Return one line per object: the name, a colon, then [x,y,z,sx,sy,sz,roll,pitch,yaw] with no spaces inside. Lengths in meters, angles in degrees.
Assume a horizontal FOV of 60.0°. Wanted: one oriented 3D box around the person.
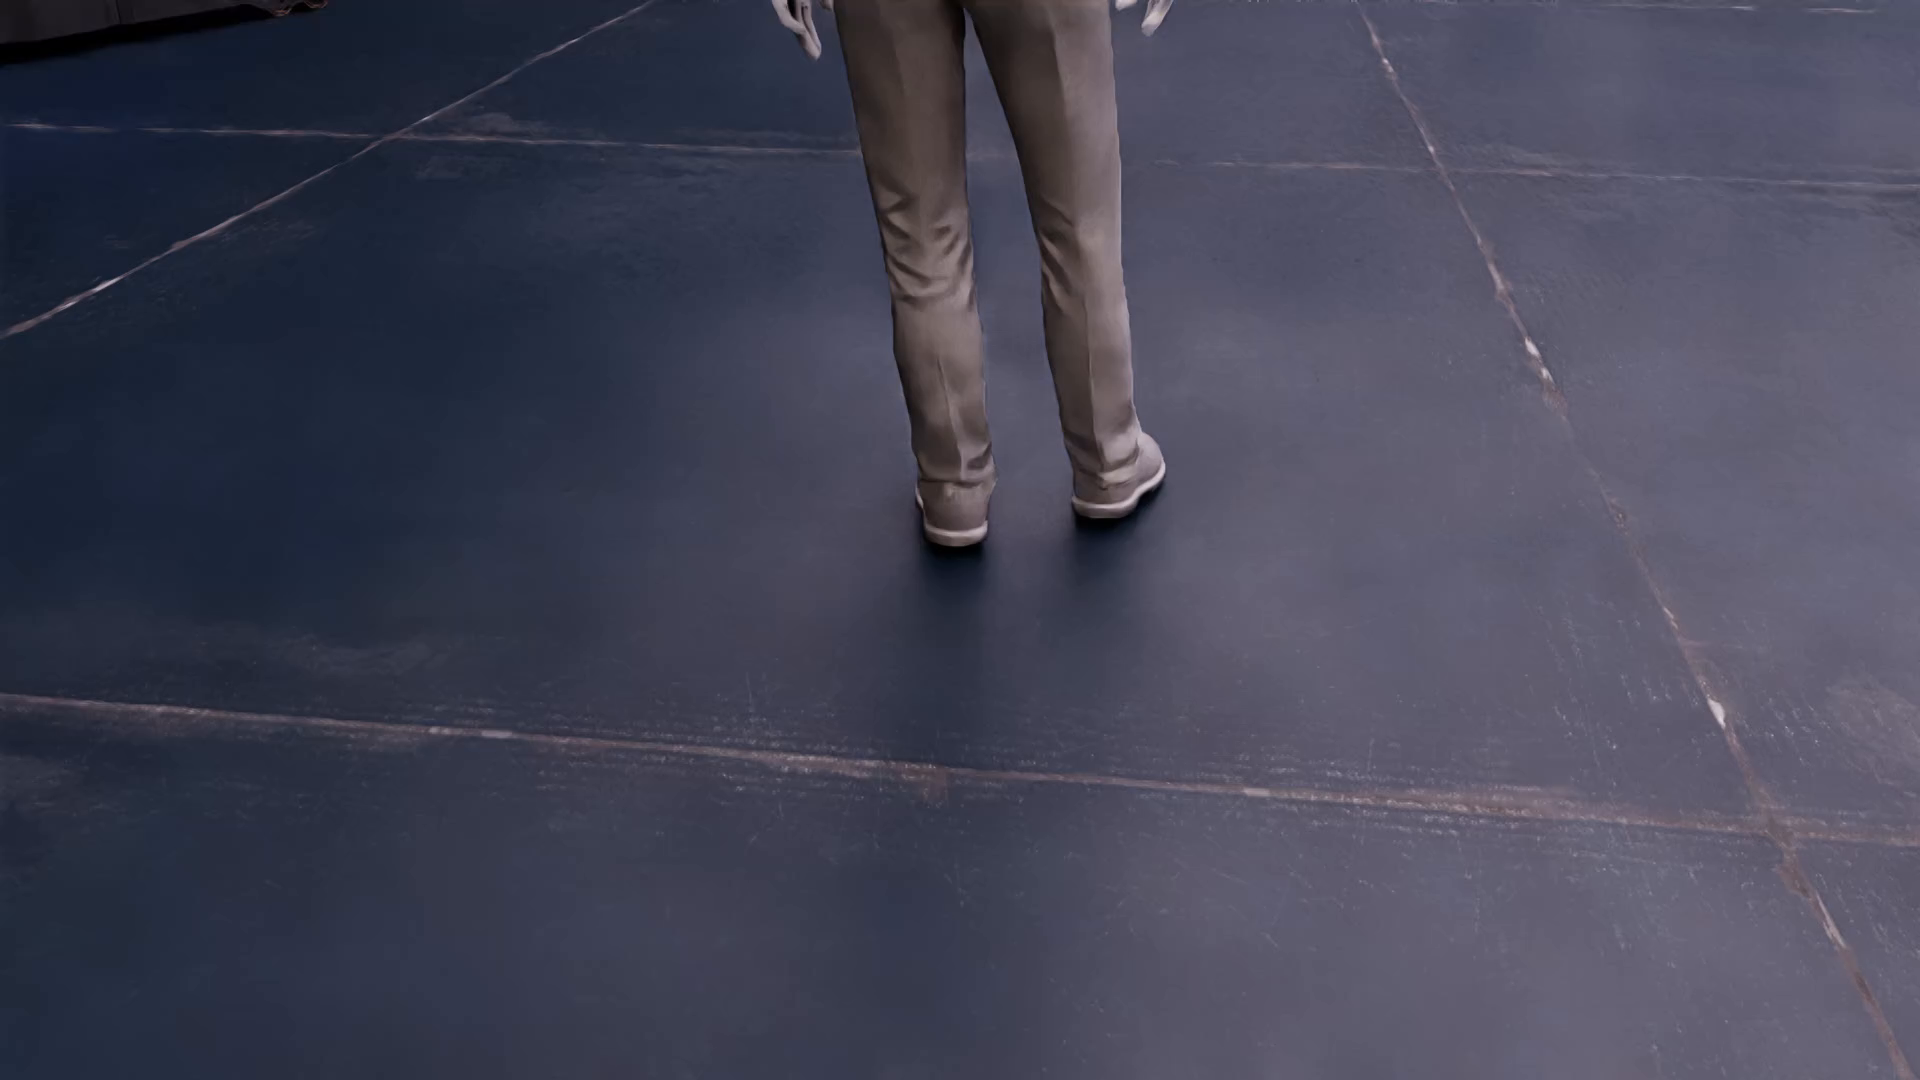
person: [0.016,-0.794,2.178,0.586,1.695,0.533,3,27,7]
